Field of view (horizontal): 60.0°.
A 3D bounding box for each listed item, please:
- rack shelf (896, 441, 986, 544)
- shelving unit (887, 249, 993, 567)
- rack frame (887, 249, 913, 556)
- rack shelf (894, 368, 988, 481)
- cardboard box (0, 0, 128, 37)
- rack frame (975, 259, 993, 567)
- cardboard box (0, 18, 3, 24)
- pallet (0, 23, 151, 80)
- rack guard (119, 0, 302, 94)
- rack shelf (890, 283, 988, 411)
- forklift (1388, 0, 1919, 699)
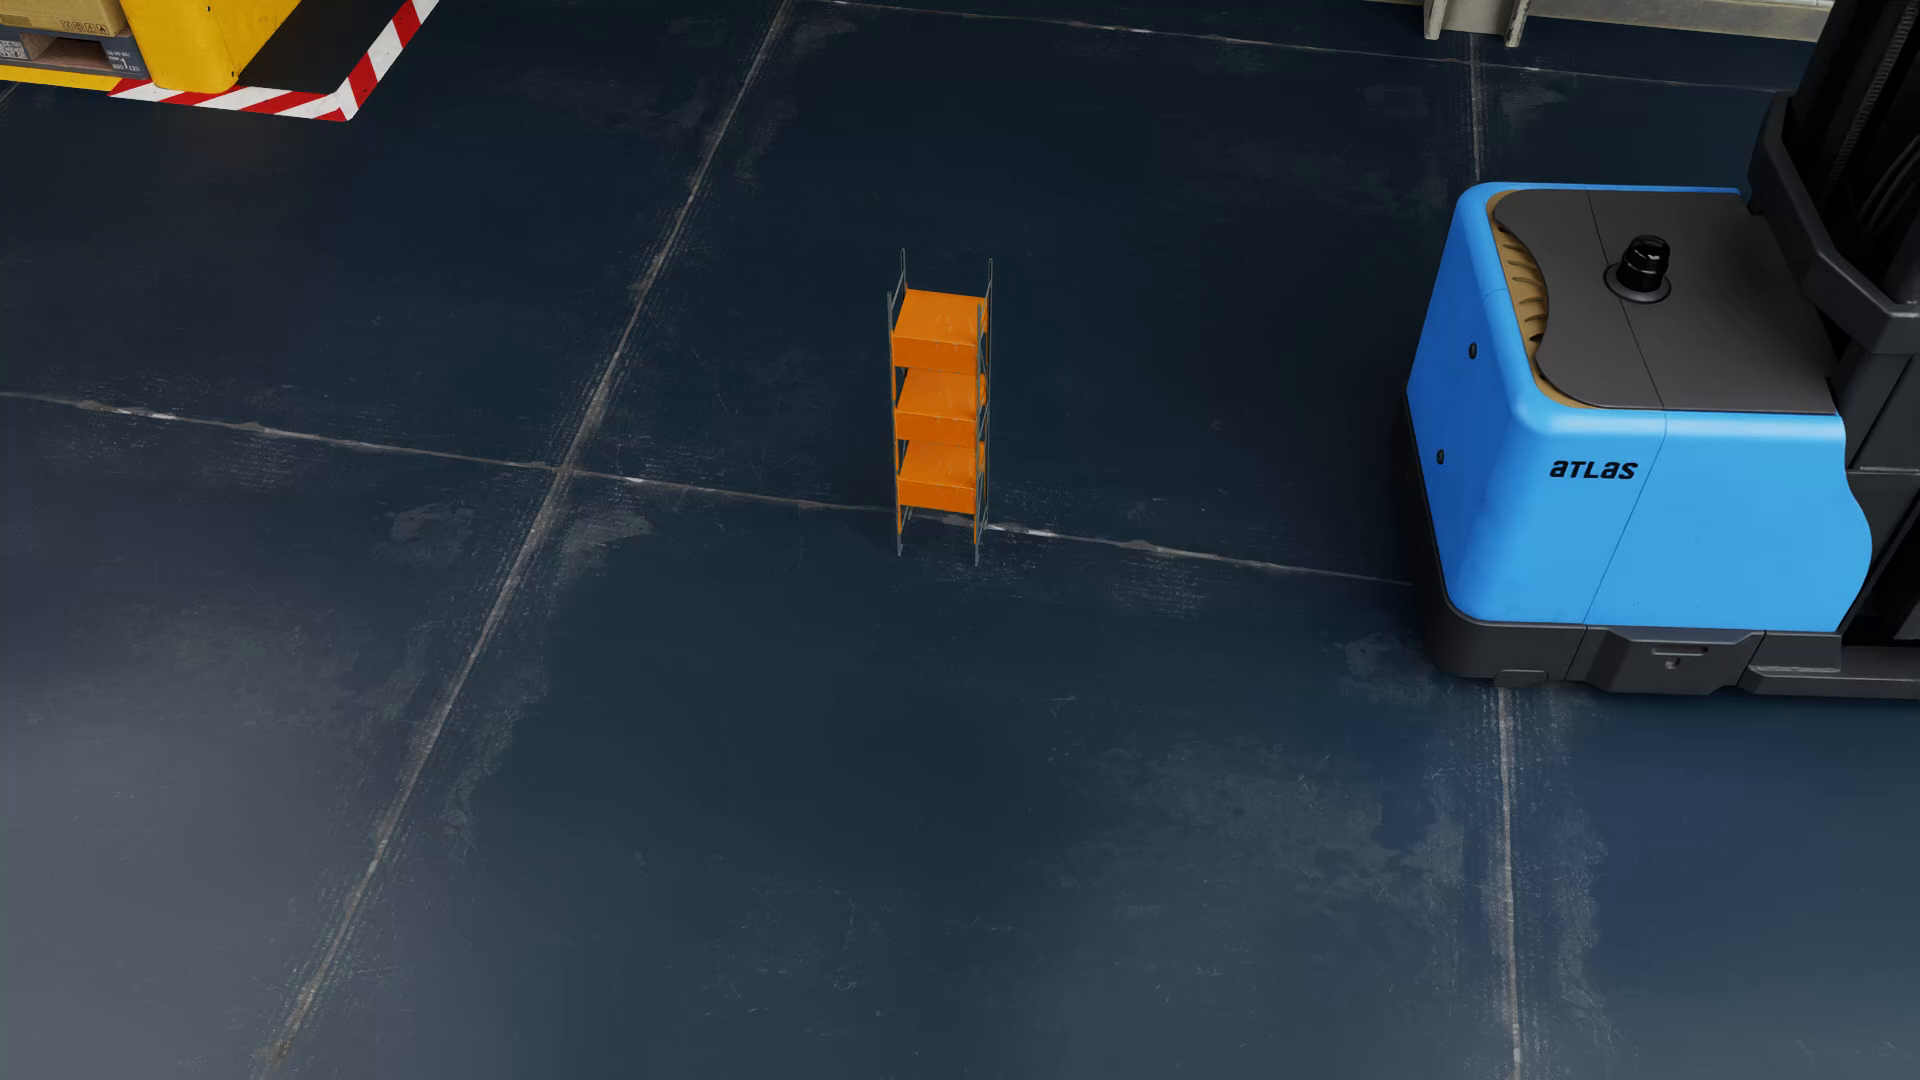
[{"bbox_3d":[-0.053,-0.165,5.080,0.240,0.259,0.215,8,49,7],"label":"rack shelf"},{"bbox_3d":[-0.053,-0.358,4.866,0.252,1.050,0.215,8,49,7],"label":"shelving unit"},{"bbox_3d":[-0.173,-0.374,4.880,0.008,1.050,0.200,8,49,7],"label":"rack frame"},{"bbox_3d":[-0.053,-0.351,4.874,0.240,0.259,0.215,8,49,7],"label":"rack shelf"},{"bbox_3d":[-3.664,-2.356,6.916,0.500,0.250,0.500,8,49,7],"label":"cardboard box"},{"bbox_3d":[0.067,-0.342,4.851,0.008,1.050,0.200,8,49,7],"label":"rack frame"},{"bbox_3d":[-4.152,-2.428,6.982,0.500,0.250,0.500,8,49,7],"label":"cardboard box"},{"bbox_3d":[-3.905,-2.442,7.302,1.213,0.211,1.003,8,49,7],"label":"pallet"},{"bbox_3d":[-3.122,-2.465,7.129,0.348,0.500,1.175,8,49,7],"label":"rack guard"},{"bbox_3d":[-0.053,-0.541,4.663,0.240,0.259,0.215,8,49,7],"label":"rack shelf"},{"bbox_3d":[2.894,-0.883,4.073,3.031,2.935,1.130,2,48,2],"label":"forklift"}]
